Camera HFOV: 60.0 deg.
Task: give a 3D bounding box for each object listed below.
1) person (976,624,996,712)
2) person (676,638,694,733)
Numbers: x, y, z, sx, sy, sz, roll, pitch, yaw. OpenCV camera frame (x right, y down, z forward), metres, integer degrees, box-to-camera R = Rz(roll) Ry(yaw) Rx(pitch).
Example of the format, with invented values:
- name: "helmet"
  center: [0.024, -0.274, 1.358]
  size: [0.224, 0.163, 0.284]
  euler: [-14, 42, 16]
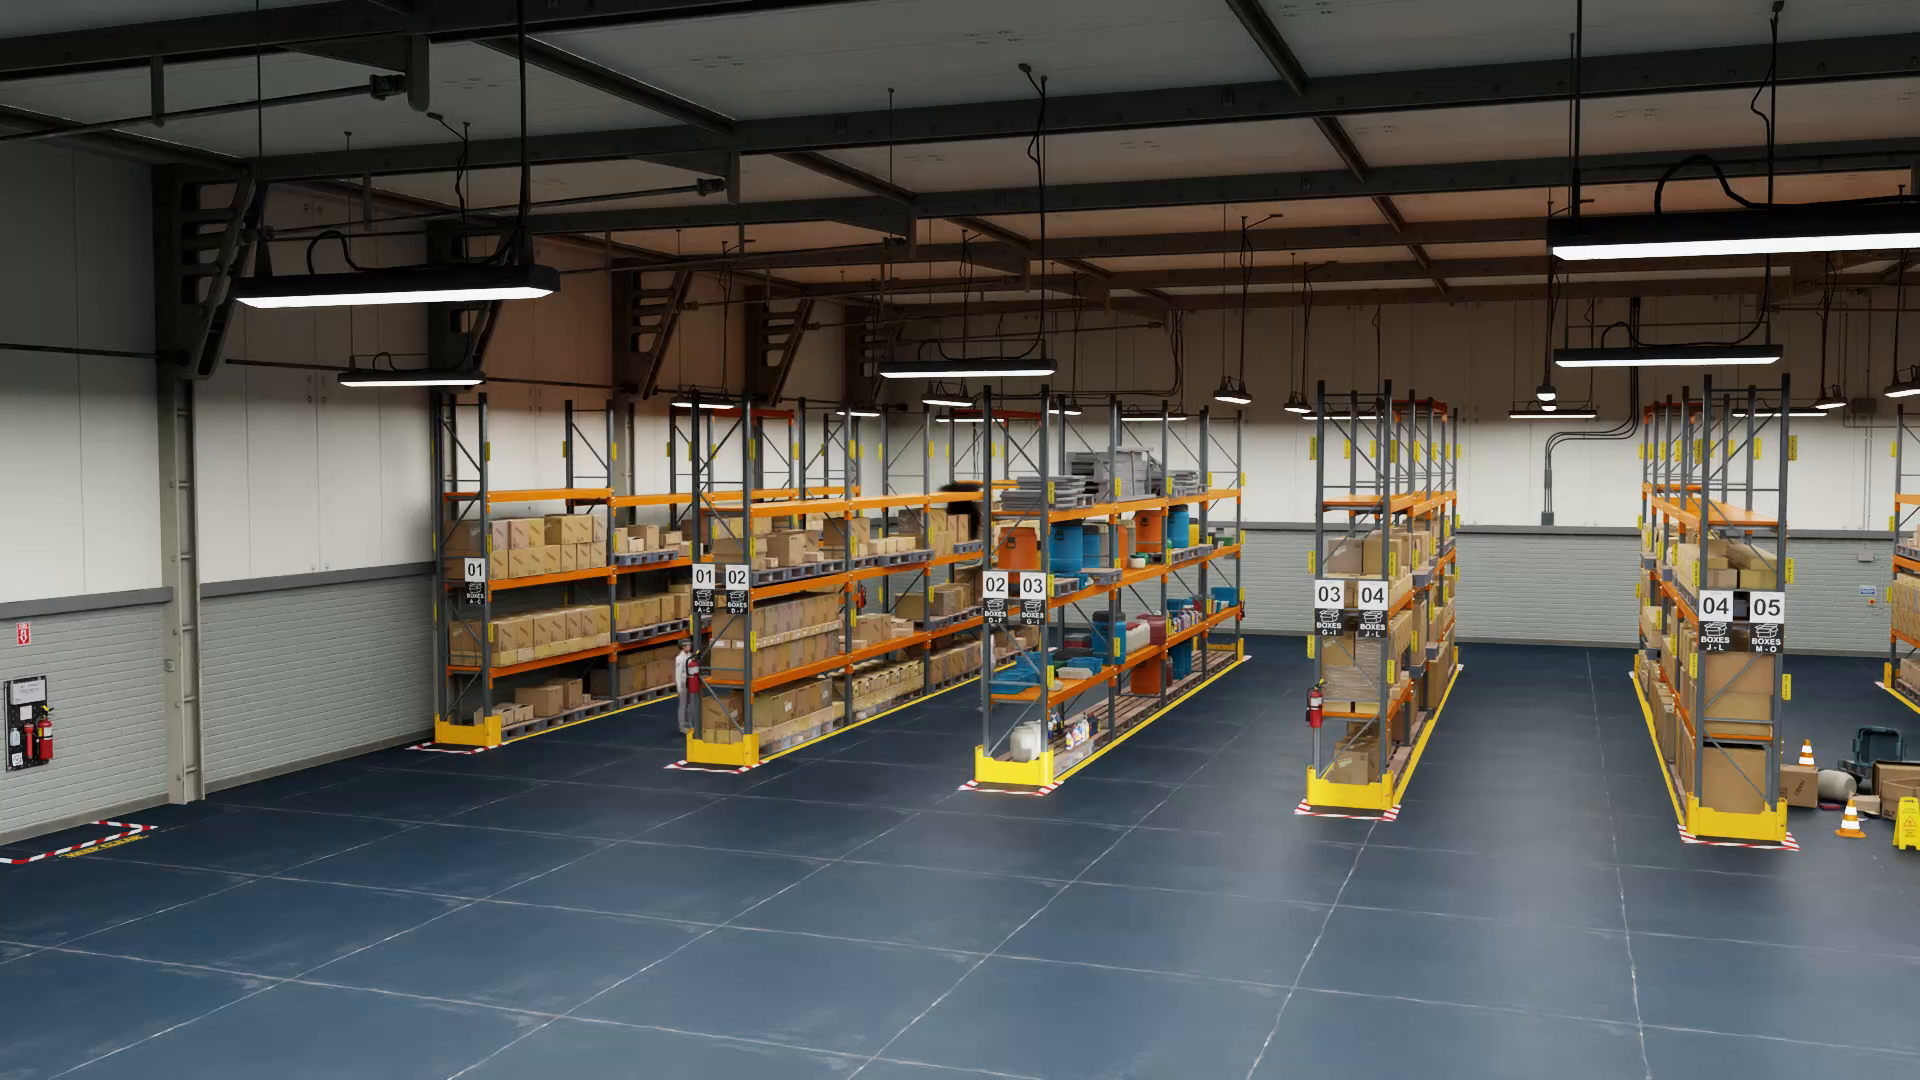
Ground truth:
- name: "person"
  center: [0.519, 2.463, 32.155]
  size: [0.351, 1.721, 0.581]
  euler: [1, 3, 11]
- name: "person"
  center: [-4.891, 2.619, 29.706]
  size: [0.352, 1.755, 0.561]
  euler: [1, 3, 22]
